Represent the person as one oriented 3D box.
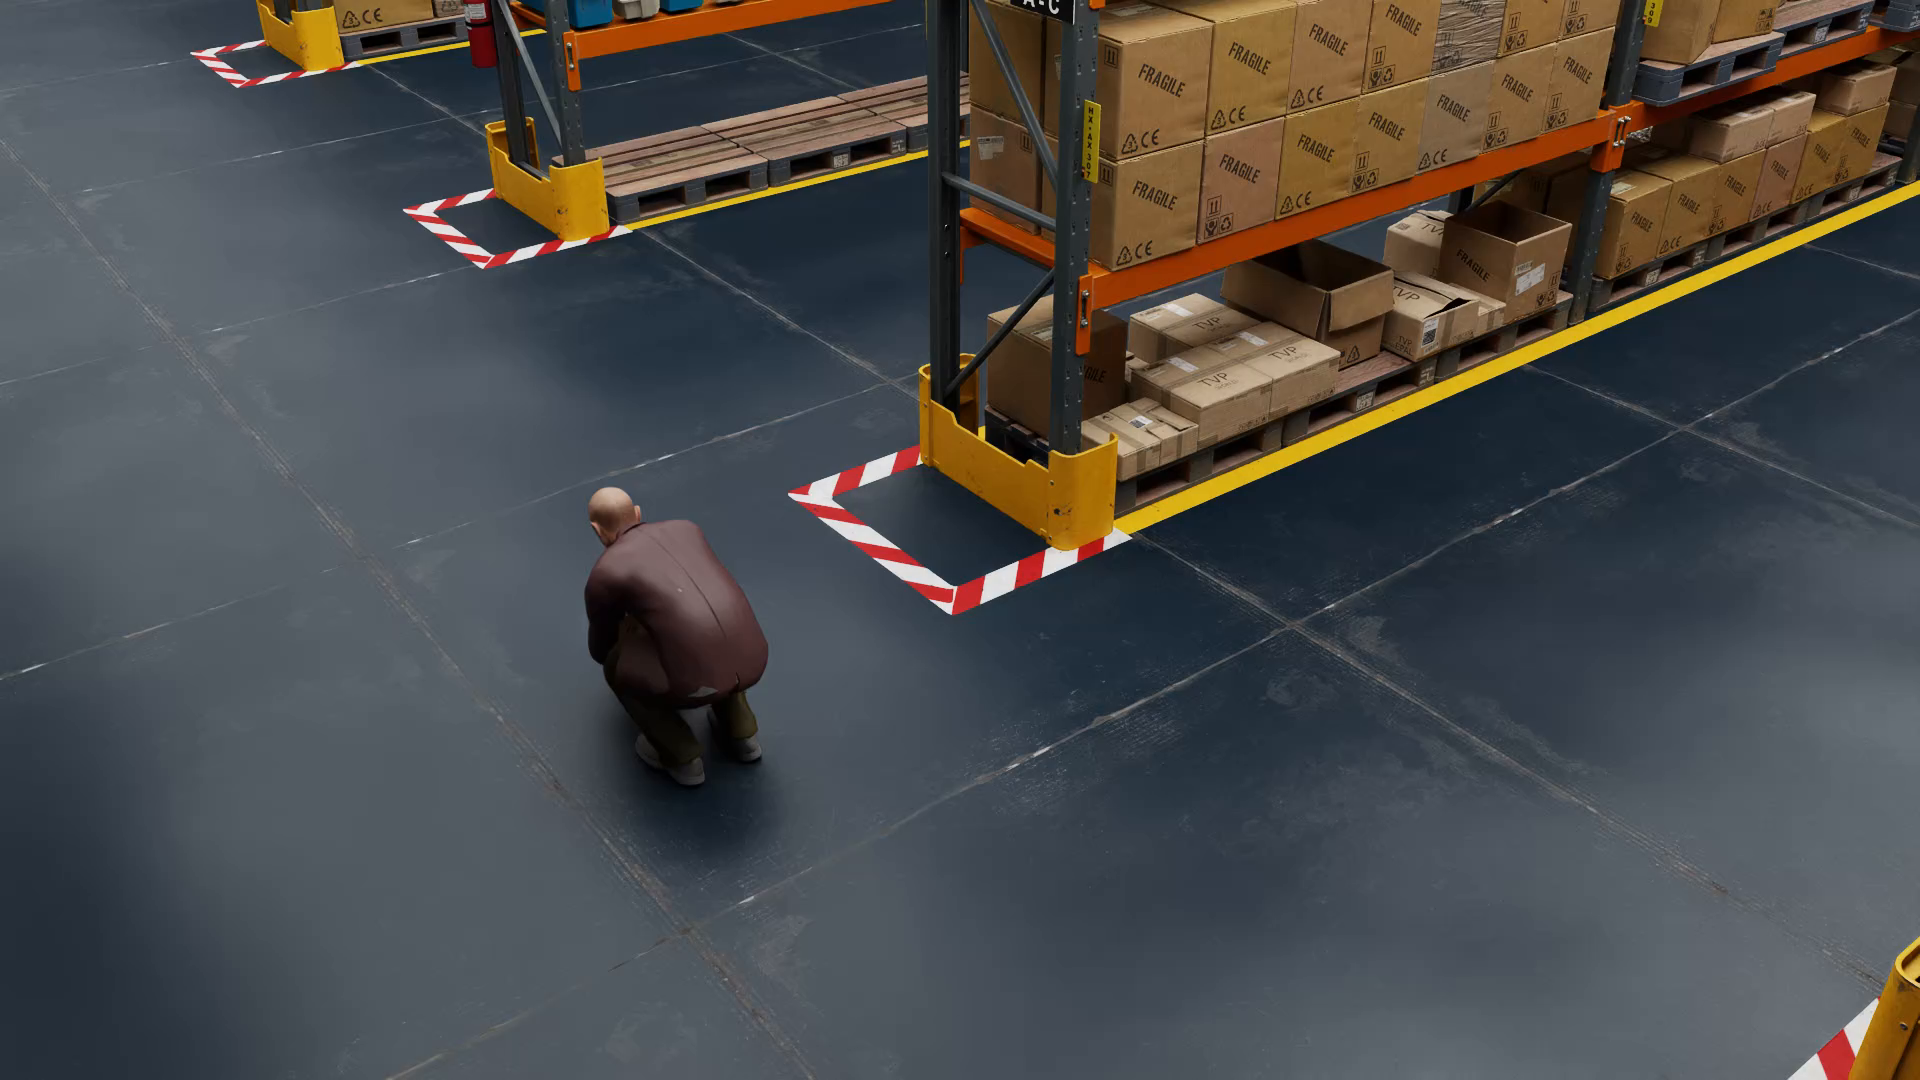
[{"bbox_3d":[-1.106,0.337,6.350,0.577,1.000,0.940,-23,39,-32],"label":"person"}]
